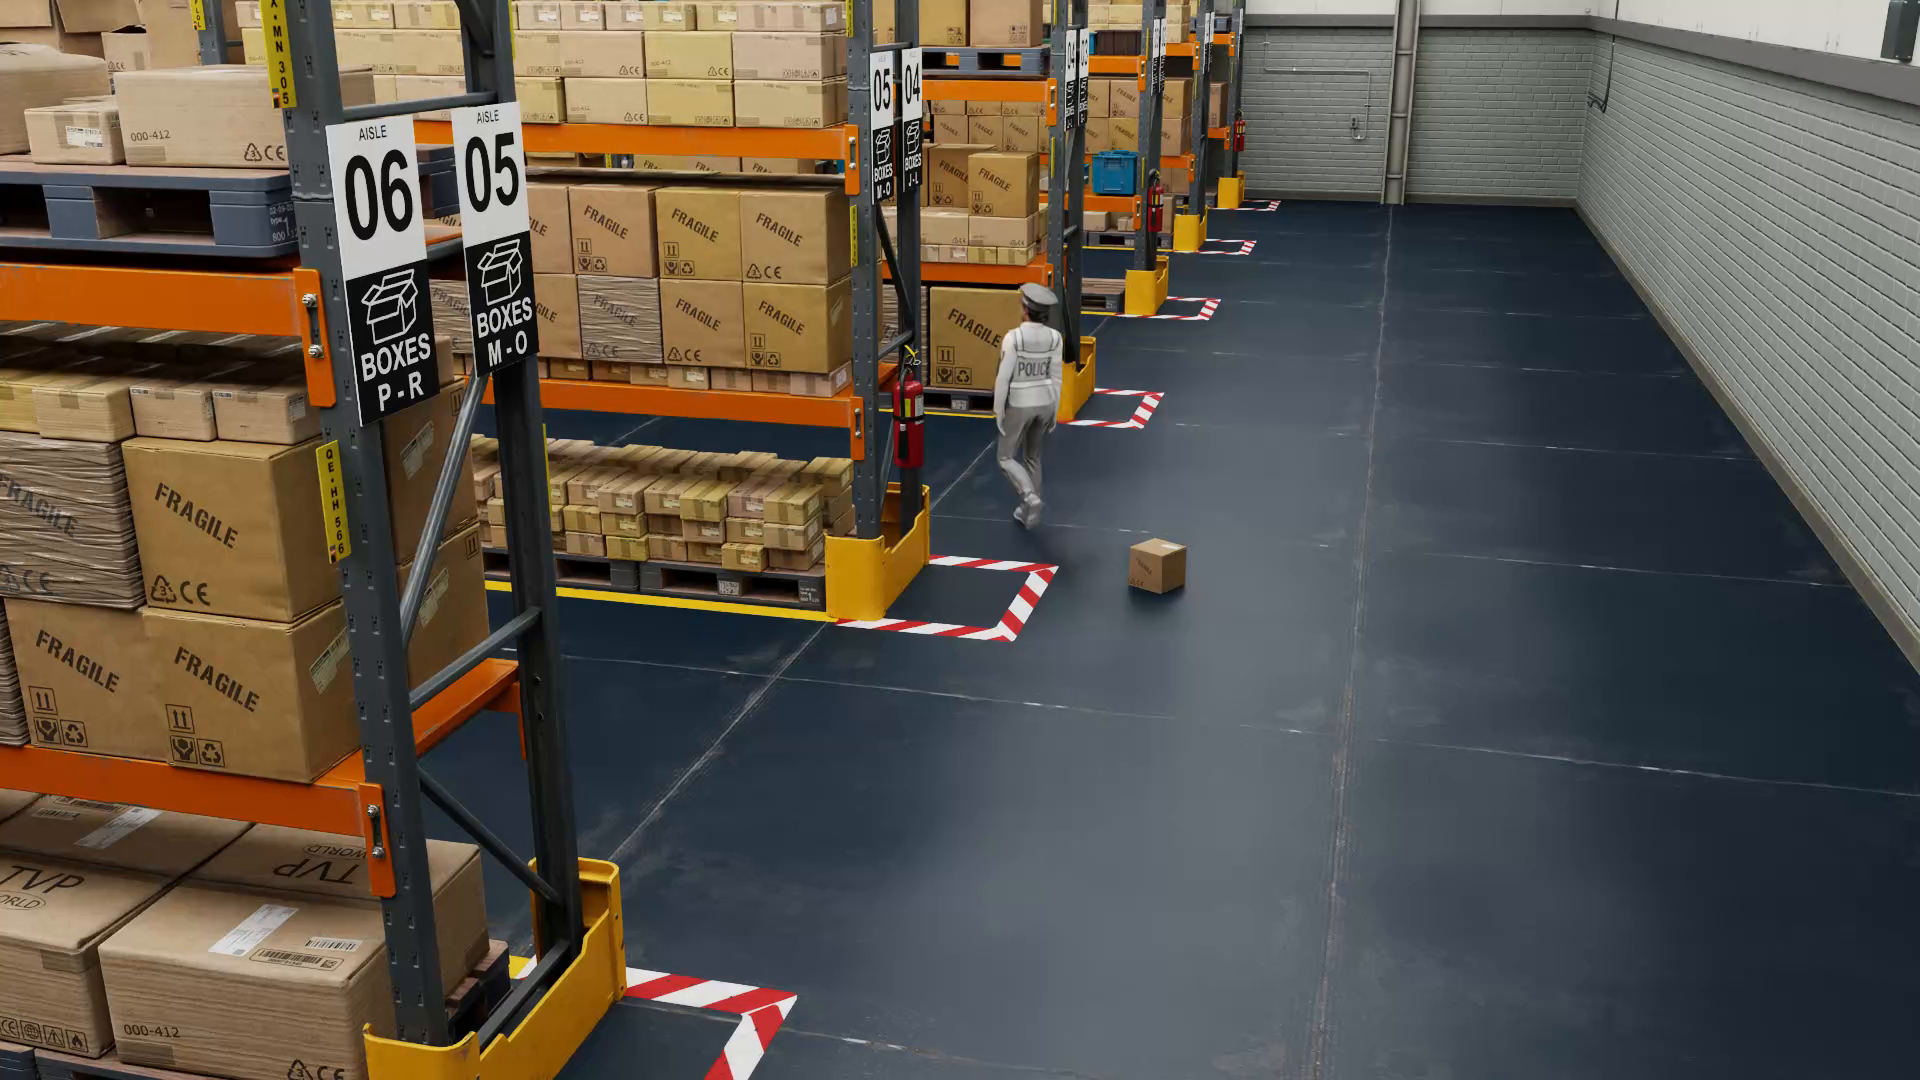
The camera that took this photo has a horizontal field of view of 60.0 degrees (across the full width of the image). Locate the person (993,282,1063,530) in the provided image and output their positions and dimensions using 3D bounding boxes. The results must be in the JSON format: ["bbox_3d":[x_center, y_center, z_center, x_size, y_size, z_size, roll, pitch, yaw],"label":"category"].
[{"bbox_3d":[0.466,-0.864,11.065,0.495,1.669,0.661,-8,20,-23],"label":"person"}]
